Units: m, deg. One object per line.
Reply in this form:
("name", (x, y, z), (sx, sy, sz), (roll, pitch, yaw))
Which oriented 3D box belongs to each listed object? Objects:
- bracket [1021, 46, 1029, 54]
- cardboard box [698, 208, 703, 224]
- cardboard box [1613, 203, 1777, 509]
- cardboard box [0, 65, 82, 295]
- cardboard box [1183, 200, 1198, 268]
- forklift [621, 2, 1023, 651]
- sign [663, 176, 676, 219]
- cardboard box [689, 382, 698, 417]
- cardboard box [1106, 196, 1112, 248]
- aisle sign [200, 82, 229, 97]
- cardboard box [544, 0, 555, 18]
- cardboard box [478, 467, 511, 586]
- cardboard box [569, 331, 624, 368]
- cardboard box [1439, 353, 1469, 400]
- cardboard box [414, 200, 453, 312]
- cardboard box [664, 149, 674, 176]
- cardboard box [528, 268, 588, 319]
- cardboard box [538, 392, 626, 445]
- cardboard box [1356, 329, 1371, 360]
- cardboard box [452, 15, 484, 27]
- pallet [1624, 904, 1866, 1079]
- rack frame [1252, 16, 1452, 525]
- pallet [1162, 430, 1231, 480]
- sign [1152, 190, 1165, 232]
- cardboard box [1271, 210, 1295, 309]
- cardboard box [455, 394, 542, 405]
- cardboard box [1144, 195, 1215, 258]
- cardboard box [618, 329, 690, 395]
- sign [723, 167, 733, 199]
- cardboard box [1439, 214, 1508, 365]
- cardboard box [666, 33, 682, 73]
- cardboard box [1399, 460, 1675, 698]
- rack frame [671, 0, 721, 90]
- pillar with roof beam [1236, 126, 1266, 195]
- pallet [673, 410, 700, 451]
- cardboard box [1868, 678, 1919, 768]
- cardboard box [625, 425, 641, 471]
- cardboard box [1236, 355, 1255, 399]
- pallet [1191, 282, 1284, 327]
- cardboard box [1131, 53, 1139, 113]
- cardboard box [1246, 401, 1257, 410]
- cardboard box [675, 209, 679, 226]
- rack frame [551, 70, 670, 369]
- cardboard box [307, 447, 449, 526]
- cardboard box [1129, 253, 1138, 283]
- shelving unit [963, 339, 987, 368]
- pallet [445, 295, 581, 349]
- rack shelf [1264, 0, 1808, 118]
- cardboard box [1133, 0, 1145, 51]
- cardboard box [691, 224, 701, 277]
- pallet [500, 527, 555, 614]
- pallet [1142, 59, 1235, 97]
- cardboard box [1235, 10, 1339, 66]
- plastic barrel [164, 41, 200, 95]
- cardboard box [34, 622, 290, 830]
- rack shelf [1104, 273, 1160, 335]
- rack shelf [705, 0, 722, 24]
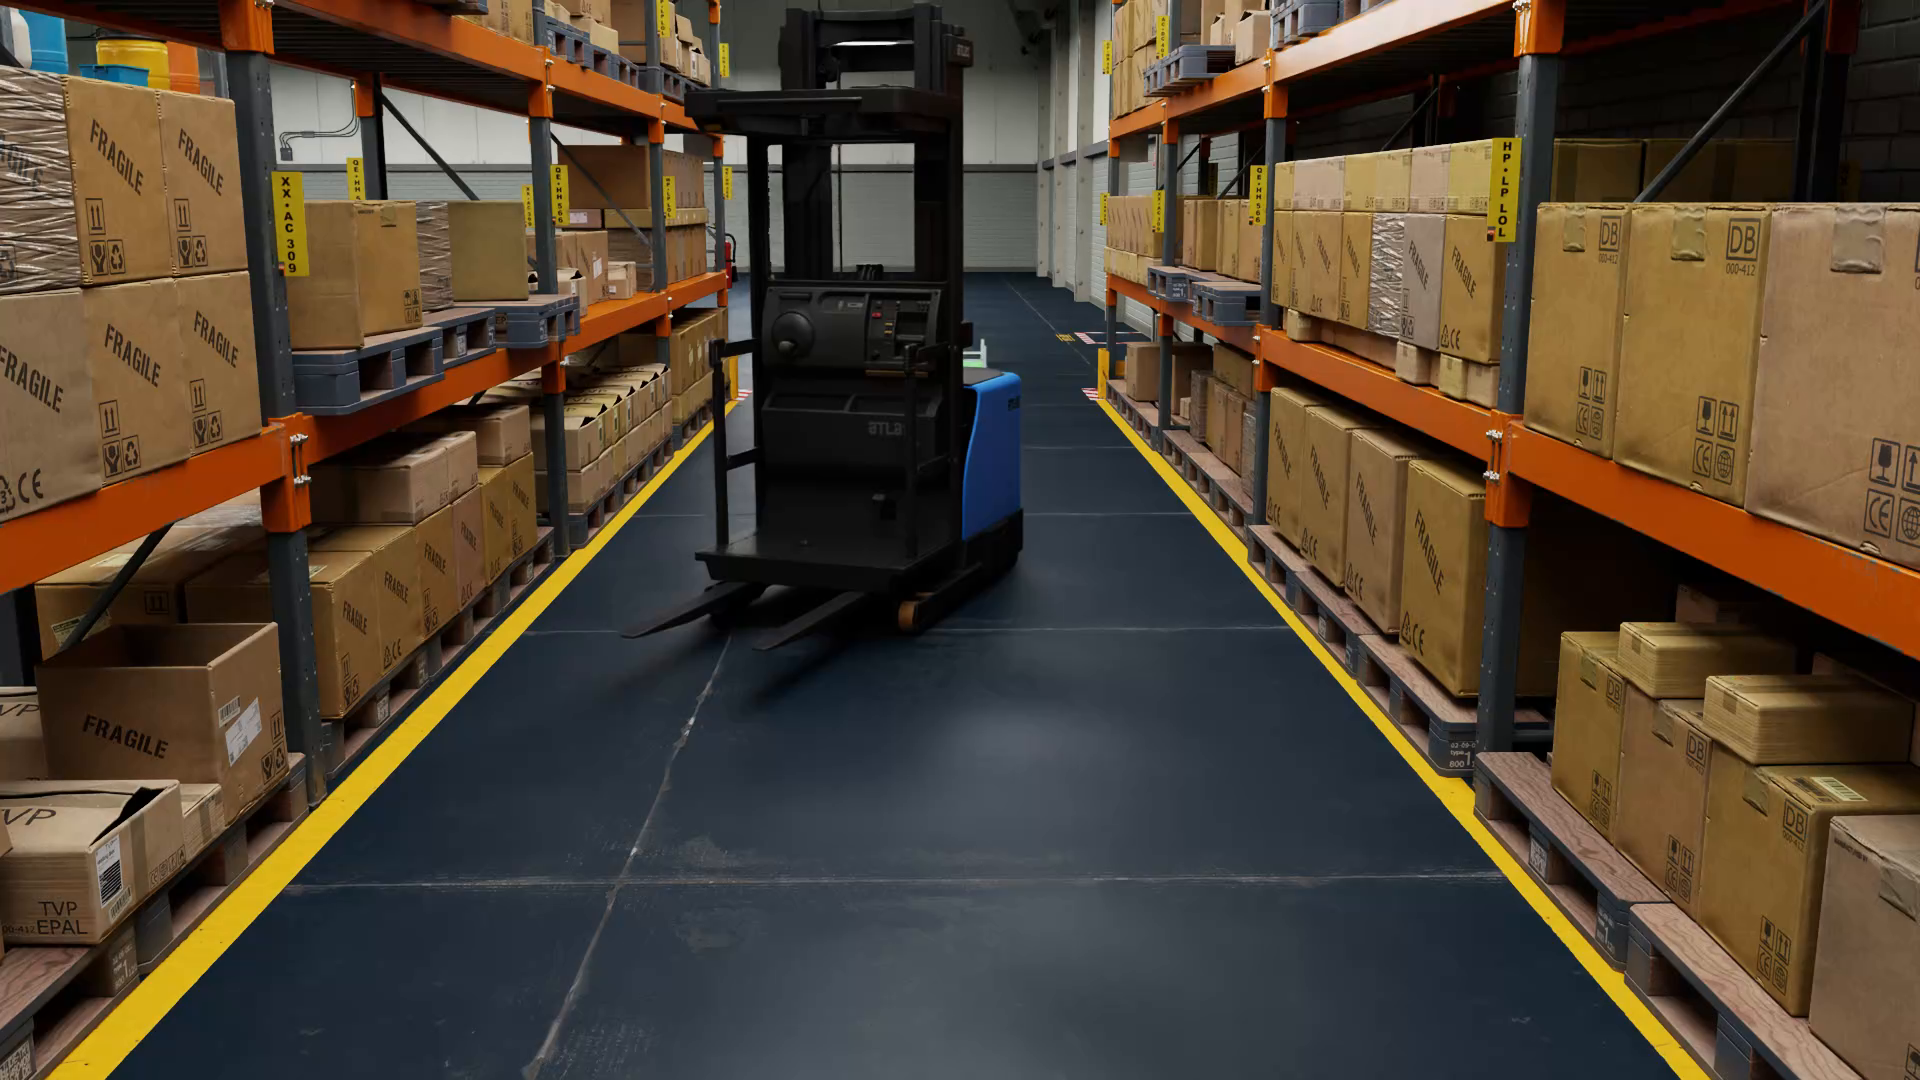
("bracket", (1.883, -14.064, 47.694), (0.235, 0.232, 0.430), (0, 11, -1))
("cardboard box", (-2.706, -3.147, 16.144), (0.380, 0.149, 0.250), (0, 11, -2))
("cardboard box", (2.289, -0.488, 4.165), (0.980, 0.700, 0.700), (-1, 11, -3))
("cardboard box", (-2.376, -0.810, 3.743), (0.500, 0.500, 0.500), (0, 11, -1))
("cardboard box", (2.095, -2.347, 12.728), (0.700, 0.500, 0.500), (0, 11, -1))
("forklift", (-0.608, -1.079, 8.007), (1.130, 2.935, 3.031), (4, 12, 19))
("sign", (-2.292, -2.696, 13.090), (0.100, 0.325, 0.005), (0, 11, -1))
("cardboard box", (-2.546, -1.214, 14.359), (0.500, 0.250, 0.500), (0, 11, -1))
("cardboard box", (1.745, -3.187, 16.665), (0.500, 0.500, 0.500), (0, 11, -1))
("aisle sign", (-7.573, -4.228, 16.818), (0.394, 0.787, 0.004), (0, 11, -1))
("cardboard box", (-2.846, -3.278, 10.450), (0.500, 0.250, 0.500), (0, 11, -2))
("cardboard box", (-2.487, -0.071, 8.044), (0.500, 0.500, 0.500), (-1, 11, -3))
("cardboard box", (-3.061, -1.580, 14.274), (0.500, 0.500, 0.500), (0, 11, -1))
("cardboard box", (1.965, -0.597, 6.038), (0.380, 0.149, 0.250), (0, 11, 0))
("cardboard box", (-2.797, -1.315, 7.691), (0.700, 0.500, 0.500), (2, 12, 10))
("cardboard box", (-2.871, -3.136, 14.458), (0.700, 0.500, 0.500), (0, 11, -1))
("cardboard box", (-2.576, -1.503, 10.147), (0.500, 0.311, 0.500), (0, 11, -2))
("cardboard box", (-2.496, -0.812, 10.967), (0.500, 0.311, 0.500), (-1, 11, -3))
("cardboard box", (2.019, -0.904, 7.555), (0.380, 0.149, 0.250), (0, 11, -1))
("cardboard box", (-2.687, -2.596, 7.513), (0.910, 0.500, 0.500), (0, 11, -1))
("pallet", (2.250, 1.167, 3.775), (1.003, 0.211, 1.213), (0, 11, -1))
("rack frame", (2.201, -1.389, 9.362), (1.000, 3.000, 0.127), (0, 11, -1))
("pallet", (2.136, -0.663, 12.795), (1.003, 0.211, 1.213), (0, 11, -1))
("sign", (1.576, -2.605, 13.176), (0.100, 0.325, 0.005), (0, 11, -1))
("cardboard box", (1.956, -1.496, 8.839), (0.500, 0.500, 0.500), (0, 11, 1))
("cardboard box", (-3.033, -0.808, 10.946), (0.500, 0.311, 0.500), (0, 11, -2))
("cardboard box", (1.800, -2.581, 13.676), (0.500, 0.500, 0.500), (0, 11, -1))
("cardboard box", (-2.530, -1.482, 13.795), (0.500, 0.500, 0.500), (0, 11, -1))
("sign", (-2.374, -3.641, 16.955), (0.100, 0.325, 0.005), (0, 11, -1))
("cardboard box", (2.023, -0.889, 5.848), (0.500, 0.500, 0.500), (0, 11, -2))
("cardboard box", (-2.592, -4.072, 13.860), (0.500, 0.311, 0.500), (-1, 12, -4))
("cardboard box", (2.141, 0.125, 6.249), (0.750, 0.750, 0.750), (0, 11, 0))
("rack frame", (-2.916, -5.898, 16.500), (1.000, 3.000, 0.127), (0, 11, -1))
("pillar with roof beam", (-1.389, -5.766, 15.848), (9.100, 9.000, 0.400), (0, 11, -1))
("pallet", (-2.808, -0.955, 14.234), (1.003, 0.211, 1.213), (0, 11, -1))
("cardboard box", (2.416, 0.434, 3.974), (0.380, 0.149, 0.250), (0, 11, -1))
("cardboard box", (-2.507, -0.637, 11.513), (0.500, 0.250, 0.500), (0, 11, 0))
("cardboard box", (2.170, -1.106, 11.260), (0.500, 0.250, 0.500), (0, 11, -1))
("pallet", (2.080, -1.436, 10.077), (1.213, 0.211, 1.003), (0, 11, -1))
("cardboard box", (1.816, -4.124, 14.997), (0.500, 0.500, 0.500), (0, 11, 2))
("cardboard box", (2.240, -0.625, 10.778), (0.700, 0.500, 0.500), (0, 11, -1))
("cardboard box", (-2.676, -2.840, 14.632), (0.380, 0.149, 0.250), (-1, 11, -3))
("rack frame", (-2.834, -2.163, 13.177), (1.000, 3.000, 0.127), (0, 11, -1))
("cardboard box", (-2.456, -0.227, 6.927), (0.500, 0.250, 0.500), (0, 11, -1))
("cardboard box", (1.778, -2.412, 14.733), (0.500, 0.250, 0.500), (0, 11, -1))
("shelving unit", (0.029, -0.568, 9.840), (0.258, 1.200, 0.503), (0, 11, -1))
("pallet", (-2.667, -1.139, 8.614), (1.213, 0.211, 1.003), (0, 11, -1))
("rack shelf", (2.243, -2.109, 7.175), (1.077, 0.370, 4.000), (0, 11, -1))
("cardboard box", (1.794, -4.514, 14.405), (0.500, 0.500, 0.500), (-1, 11, -3))
("cardboard box", (-2.904, -2.810, 16.114), (0.700, 0.500, 0.500), (0, 11, 0))
("pallet", (-2.774, 0.147, 8.803), (1.003, 0.211, 1.213), (0, 11, -1))
("pallet", (2.025, -3.439, 12.394), (1.213, 0.211, 1.003), (0, 11, -1))
("cardboard box", (1.917, -2.967, 9.770), (0.500, 0.311, 0.500), (0, 11, -1))
("plastic barrel", (-7.732, -4.729, 16.143), (0.600, 0.830, 0.708), (0, 11, -1))
("cardboard box", (-2.373, 0.549, 4.991), (0.500, 0.500, 0.500), (0, 11, -1))
("rack shelf", (2.077, -2.229, 15.312), (1.077, 0.370, 4.000), (0, 11, -1))
("rack shelf", (-2.875, -4.952, 14.651), (1.077, 0.370, 4.000), (0, 11, -1))
